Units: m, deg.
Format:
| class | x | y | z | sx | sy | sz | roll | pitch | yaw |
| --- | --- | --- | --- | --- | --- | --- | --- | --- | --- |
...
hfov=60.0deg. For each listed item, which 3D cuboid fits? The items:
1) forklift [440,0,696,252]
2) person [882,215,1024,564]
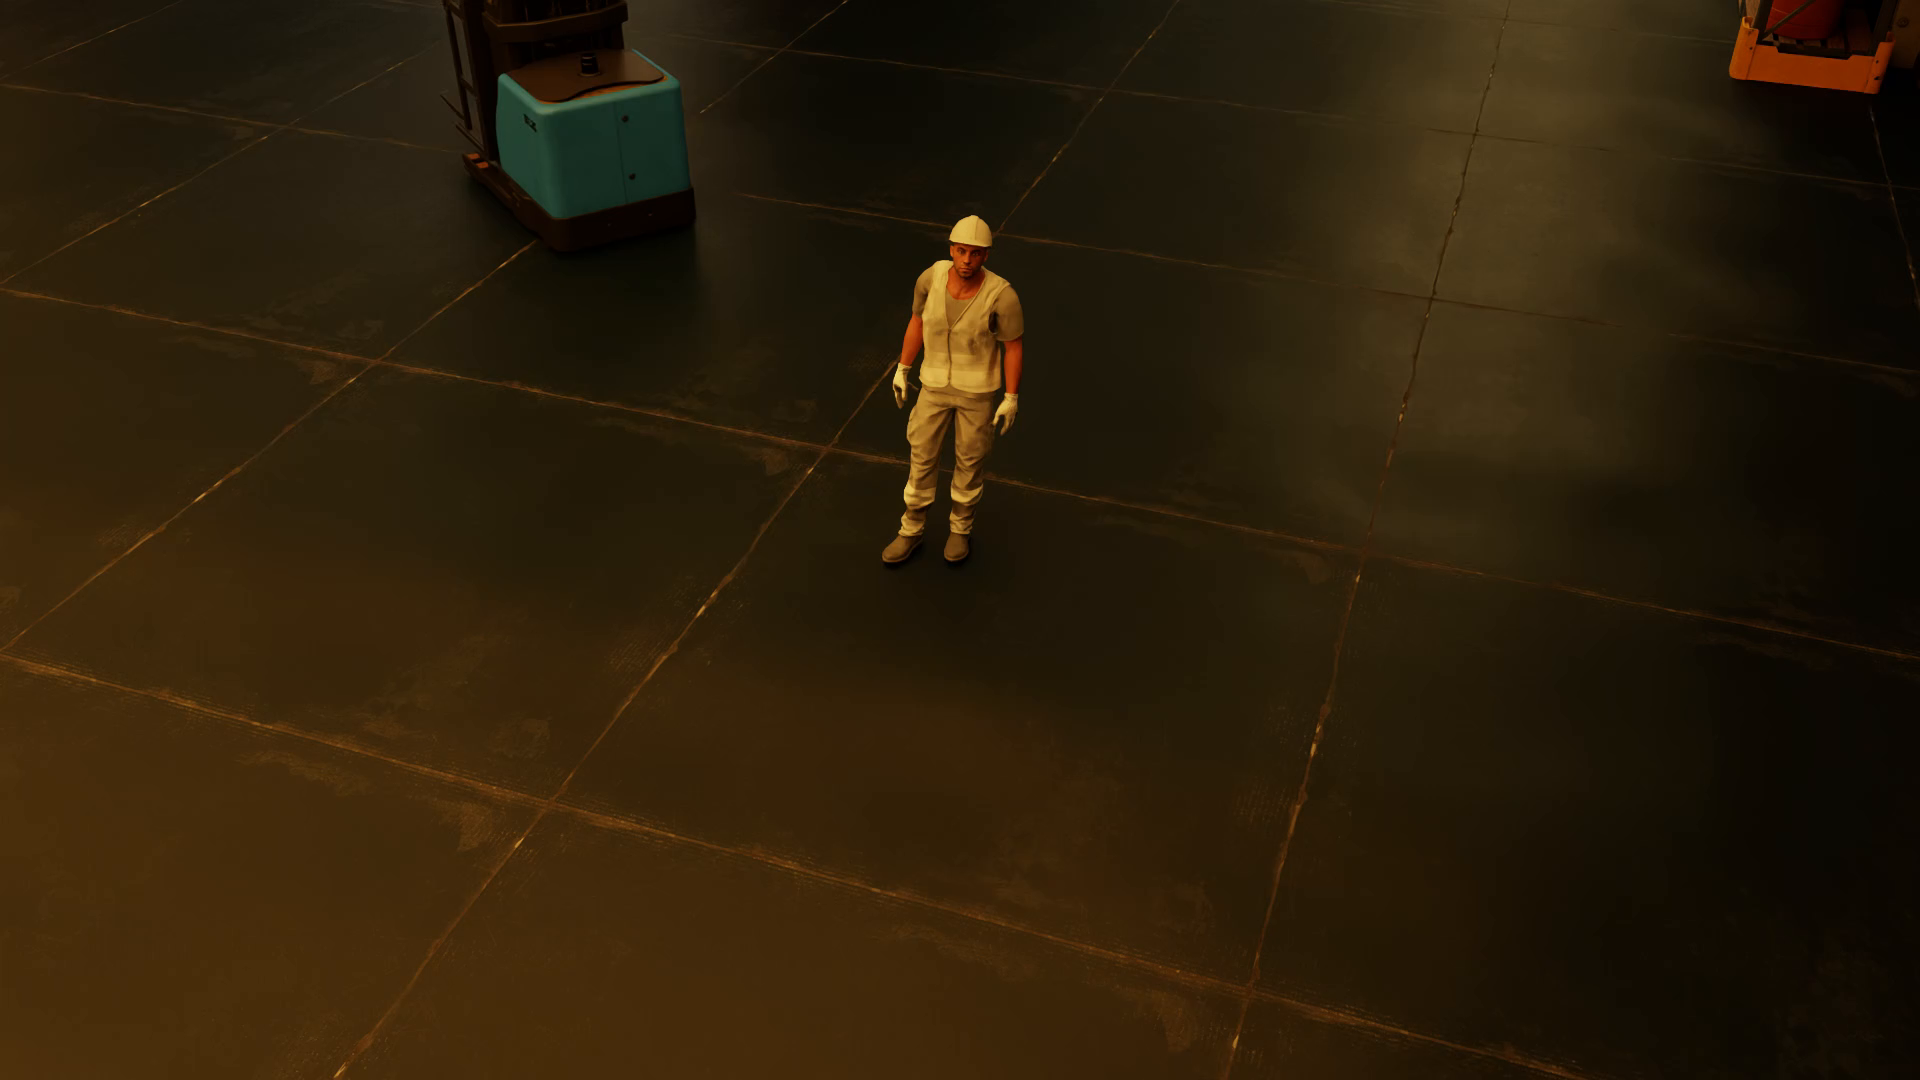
| class | x | y | z | sx | sy | sz | roll | pitch | yaw |
| --- | --- | --- | --- | --- | --- | --- | --- | --- | --- |
| forklift | -3.074 | -3.968 | 11.707 | 1.130 | 2.935 | 3.031 | -20 | 40 | -26 |
| person | -0.038 | -0.695 | 8.065 | 0.637 | 1.787 | 0.564 | 12 | 37 | 16 |
